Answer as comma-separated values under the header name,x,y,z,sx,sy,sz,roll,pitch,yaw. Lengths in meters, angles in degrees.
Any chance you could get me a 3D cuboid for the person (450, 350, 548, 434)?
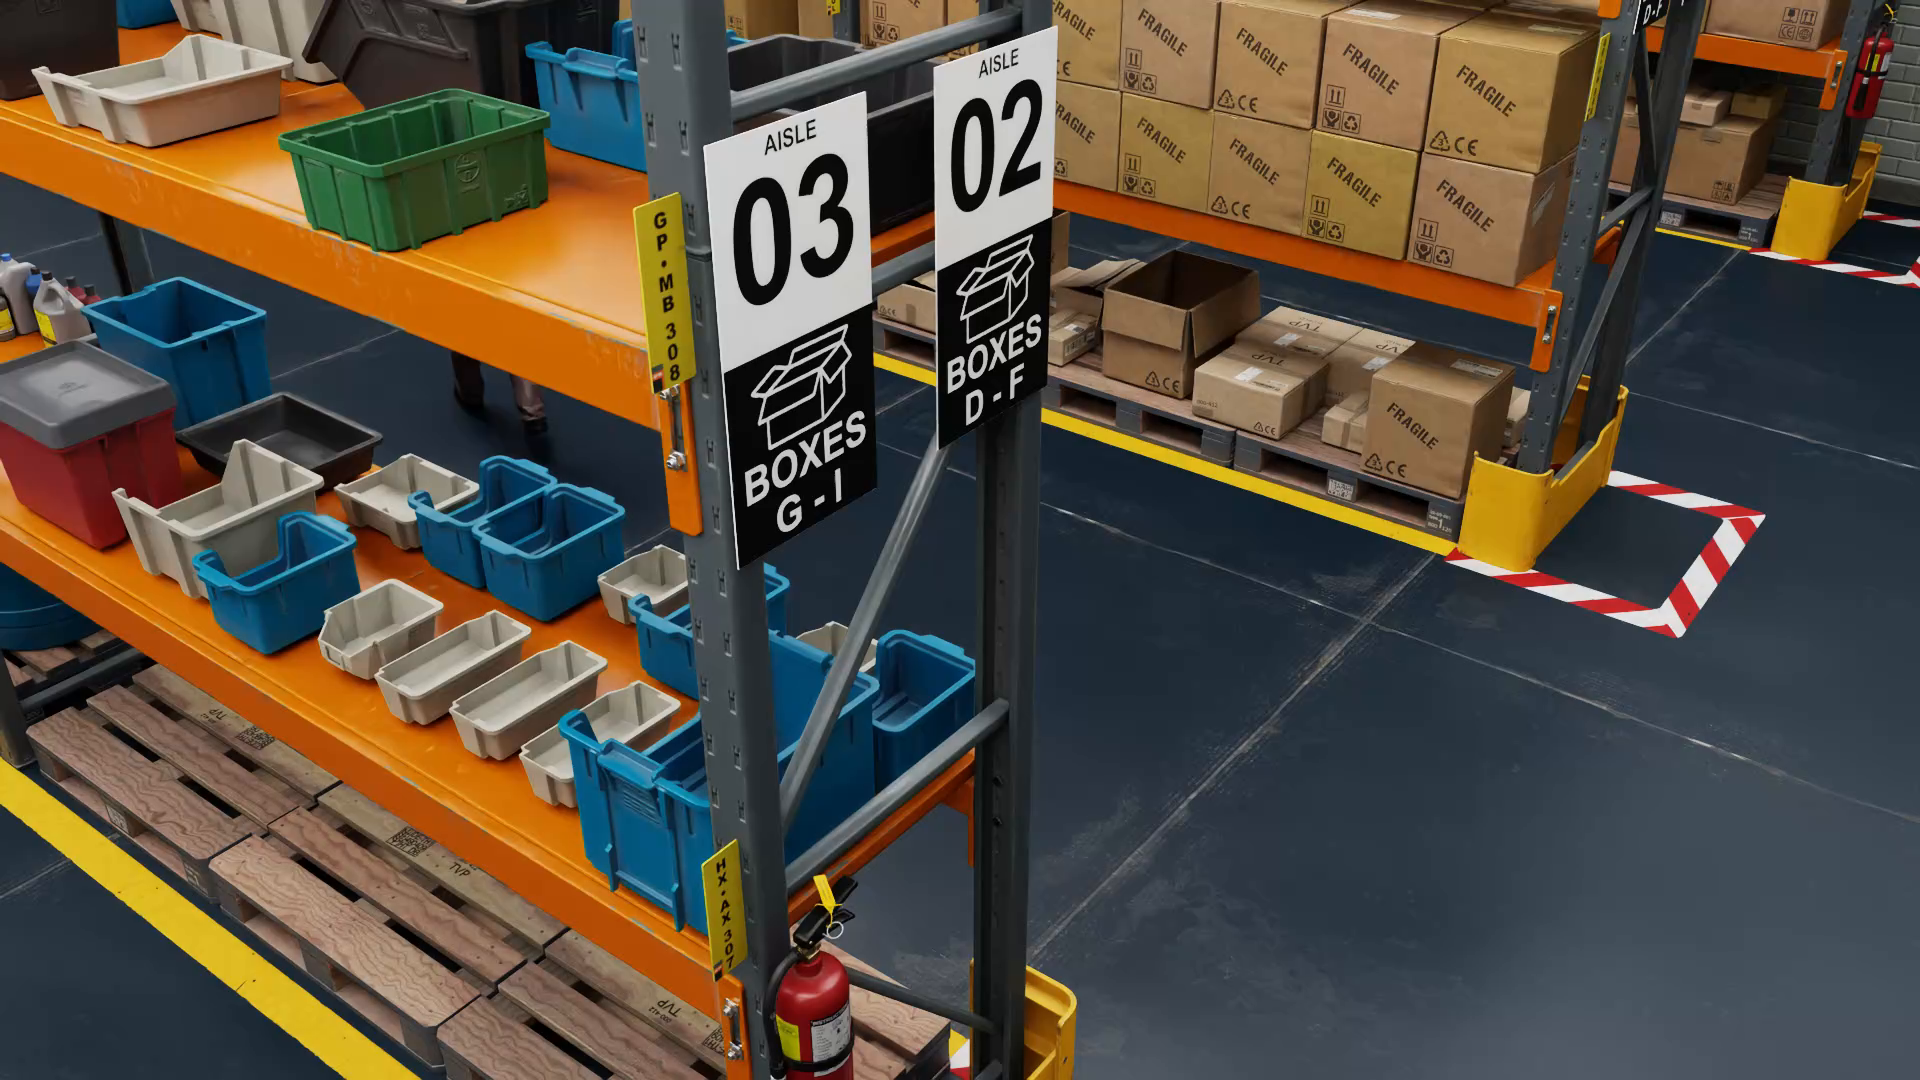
name,x,y,z,sx,sy,sz,roll,pitch,yaw
person,-2.423,-1.344,8.433,0.528,1.677,1.006,-15,34,-24
